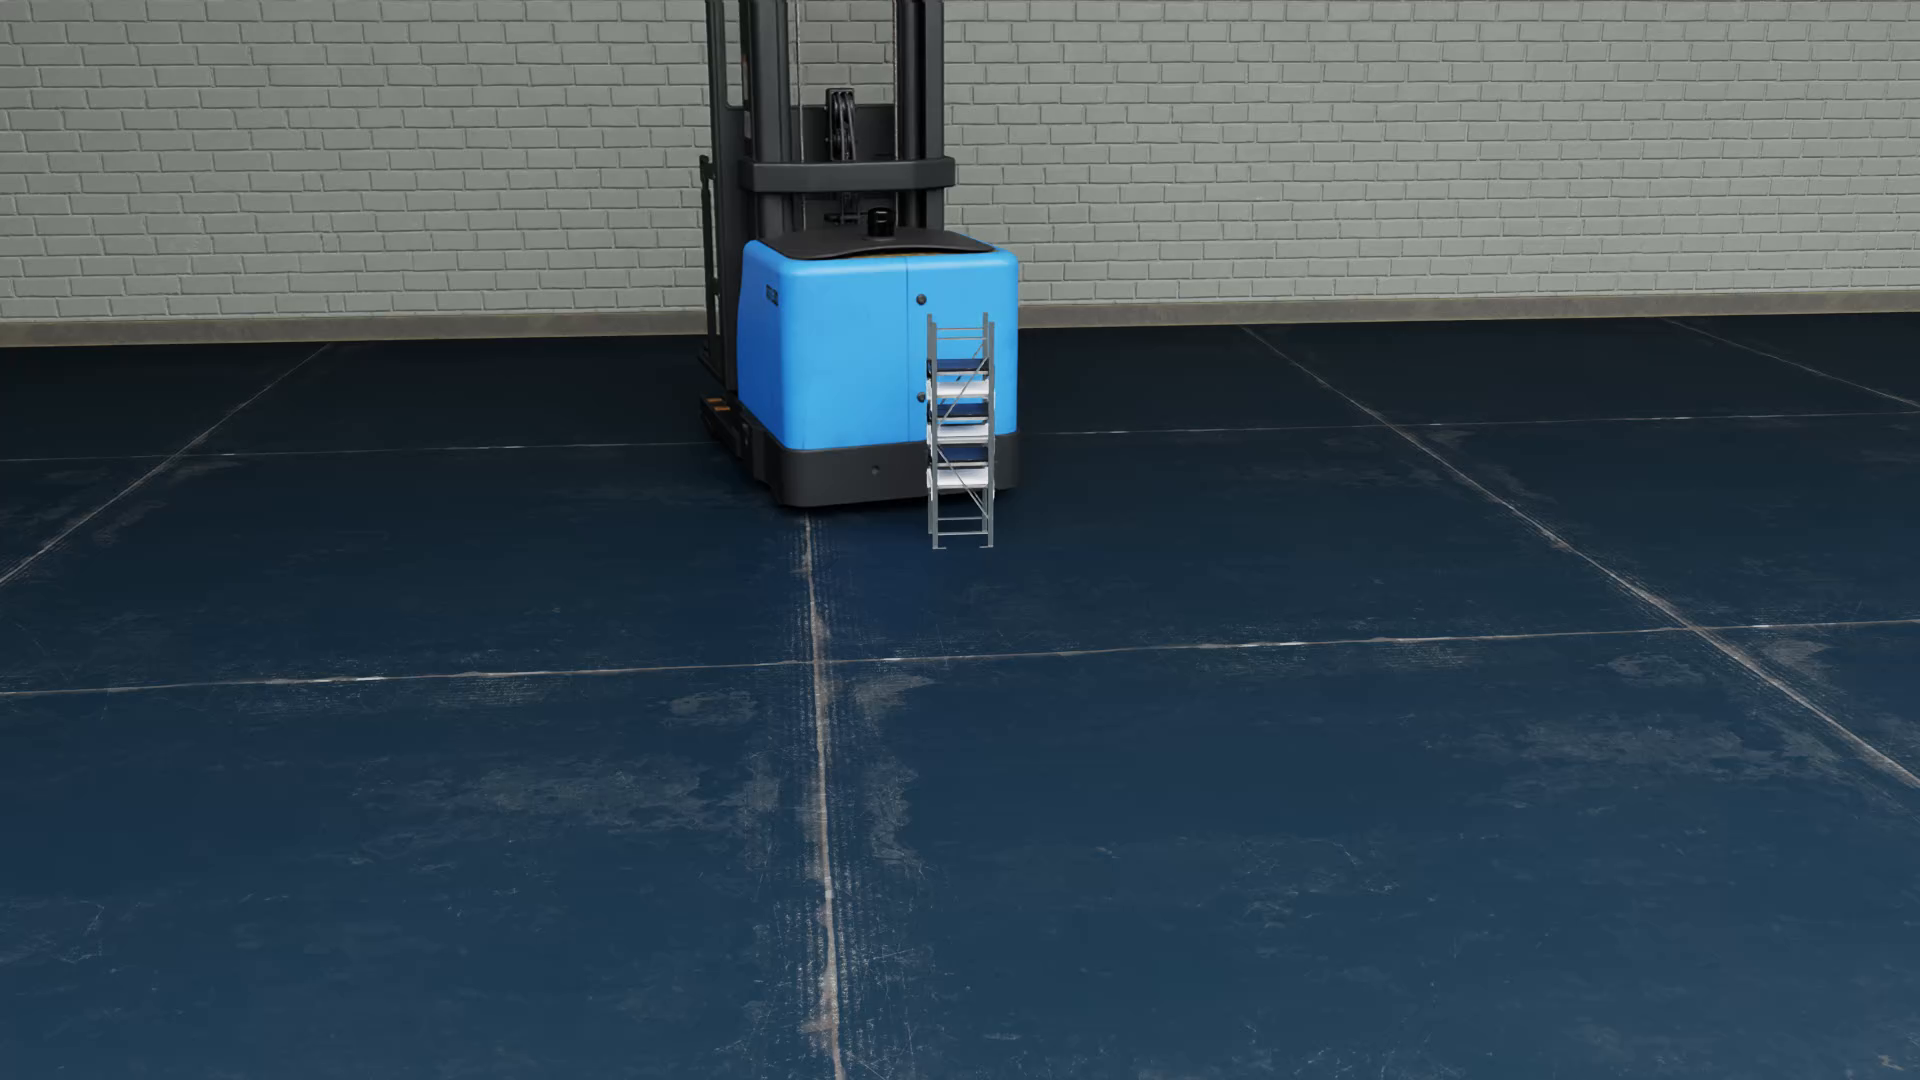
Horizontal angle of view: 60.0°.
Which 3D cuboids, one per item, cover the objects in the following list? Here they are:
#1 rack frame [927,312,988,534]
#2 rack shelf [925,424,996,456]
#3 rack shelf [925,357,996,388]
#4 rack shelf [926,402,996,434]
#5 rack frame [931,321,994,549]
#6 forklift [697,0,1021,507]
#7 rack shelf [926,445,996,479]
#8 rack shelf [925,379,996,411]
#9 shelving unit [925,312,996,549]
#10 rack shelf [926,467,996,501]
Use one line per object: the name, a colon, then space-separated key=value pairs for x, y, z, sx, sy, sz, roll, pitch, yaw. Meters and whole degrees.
rack frame: x=-0.010 y=-0.457 z=6.631 sx=0.240 sy=0.900 sz=0.006 roll=-2 pitch=18 yaw=-6
rack shelf: x=0.001 y=-0.395 z=6.545 sx=0.258 sy=0.077 sz=0.200 roll=-2 pitch=18 yaw=-6
rack shelf: x=0.001 y=-0.653 z=6.464 sx=0.258 sy=0.077 sz=0.200 roll=-2 pitch=18 yaw=-6
rack shelf: x=0.001 y=-0.481 z=6.518 sx=0.258 sy=0.077 sz=0.200 roll=-2 pitch=18 yaw=-6
rack frame: x=0.011 y=-0.397 z=6.438 sx=0.240 sy=0.900 sz=0.006 roll=-2 pitch=18 yaw=-6
forklift: x=-0.688 y=-1.936 z=7.951 sx=1.130 sy=2.935 sz=3.031 roll=-6 pitch=18 yaw=-18
rack shelf: x=0.001 y=-0.309 z=6.572 sx=0.258 sy=0.077 sz=0.200 roll=-2 pitch=18 yaw=-6
rack shelf: x=0.001 y=-0.567 z=6.491 sx=0.258 sy=0.077 sz=0.200 roll=-2 pitch=18 yaw=-6
shelving unit: x=0.001 y=-0.427 z=6.535 sx=0.258 sy=0.900 sz=0.210 roll=-2 pitch=18 yaw=-6
rack shelf: x=0.001 y=-0.223 z=6.598 sx=0.258 sy=0.077 sz=0.200 roll=-2 pitch=18 yaw=-6
